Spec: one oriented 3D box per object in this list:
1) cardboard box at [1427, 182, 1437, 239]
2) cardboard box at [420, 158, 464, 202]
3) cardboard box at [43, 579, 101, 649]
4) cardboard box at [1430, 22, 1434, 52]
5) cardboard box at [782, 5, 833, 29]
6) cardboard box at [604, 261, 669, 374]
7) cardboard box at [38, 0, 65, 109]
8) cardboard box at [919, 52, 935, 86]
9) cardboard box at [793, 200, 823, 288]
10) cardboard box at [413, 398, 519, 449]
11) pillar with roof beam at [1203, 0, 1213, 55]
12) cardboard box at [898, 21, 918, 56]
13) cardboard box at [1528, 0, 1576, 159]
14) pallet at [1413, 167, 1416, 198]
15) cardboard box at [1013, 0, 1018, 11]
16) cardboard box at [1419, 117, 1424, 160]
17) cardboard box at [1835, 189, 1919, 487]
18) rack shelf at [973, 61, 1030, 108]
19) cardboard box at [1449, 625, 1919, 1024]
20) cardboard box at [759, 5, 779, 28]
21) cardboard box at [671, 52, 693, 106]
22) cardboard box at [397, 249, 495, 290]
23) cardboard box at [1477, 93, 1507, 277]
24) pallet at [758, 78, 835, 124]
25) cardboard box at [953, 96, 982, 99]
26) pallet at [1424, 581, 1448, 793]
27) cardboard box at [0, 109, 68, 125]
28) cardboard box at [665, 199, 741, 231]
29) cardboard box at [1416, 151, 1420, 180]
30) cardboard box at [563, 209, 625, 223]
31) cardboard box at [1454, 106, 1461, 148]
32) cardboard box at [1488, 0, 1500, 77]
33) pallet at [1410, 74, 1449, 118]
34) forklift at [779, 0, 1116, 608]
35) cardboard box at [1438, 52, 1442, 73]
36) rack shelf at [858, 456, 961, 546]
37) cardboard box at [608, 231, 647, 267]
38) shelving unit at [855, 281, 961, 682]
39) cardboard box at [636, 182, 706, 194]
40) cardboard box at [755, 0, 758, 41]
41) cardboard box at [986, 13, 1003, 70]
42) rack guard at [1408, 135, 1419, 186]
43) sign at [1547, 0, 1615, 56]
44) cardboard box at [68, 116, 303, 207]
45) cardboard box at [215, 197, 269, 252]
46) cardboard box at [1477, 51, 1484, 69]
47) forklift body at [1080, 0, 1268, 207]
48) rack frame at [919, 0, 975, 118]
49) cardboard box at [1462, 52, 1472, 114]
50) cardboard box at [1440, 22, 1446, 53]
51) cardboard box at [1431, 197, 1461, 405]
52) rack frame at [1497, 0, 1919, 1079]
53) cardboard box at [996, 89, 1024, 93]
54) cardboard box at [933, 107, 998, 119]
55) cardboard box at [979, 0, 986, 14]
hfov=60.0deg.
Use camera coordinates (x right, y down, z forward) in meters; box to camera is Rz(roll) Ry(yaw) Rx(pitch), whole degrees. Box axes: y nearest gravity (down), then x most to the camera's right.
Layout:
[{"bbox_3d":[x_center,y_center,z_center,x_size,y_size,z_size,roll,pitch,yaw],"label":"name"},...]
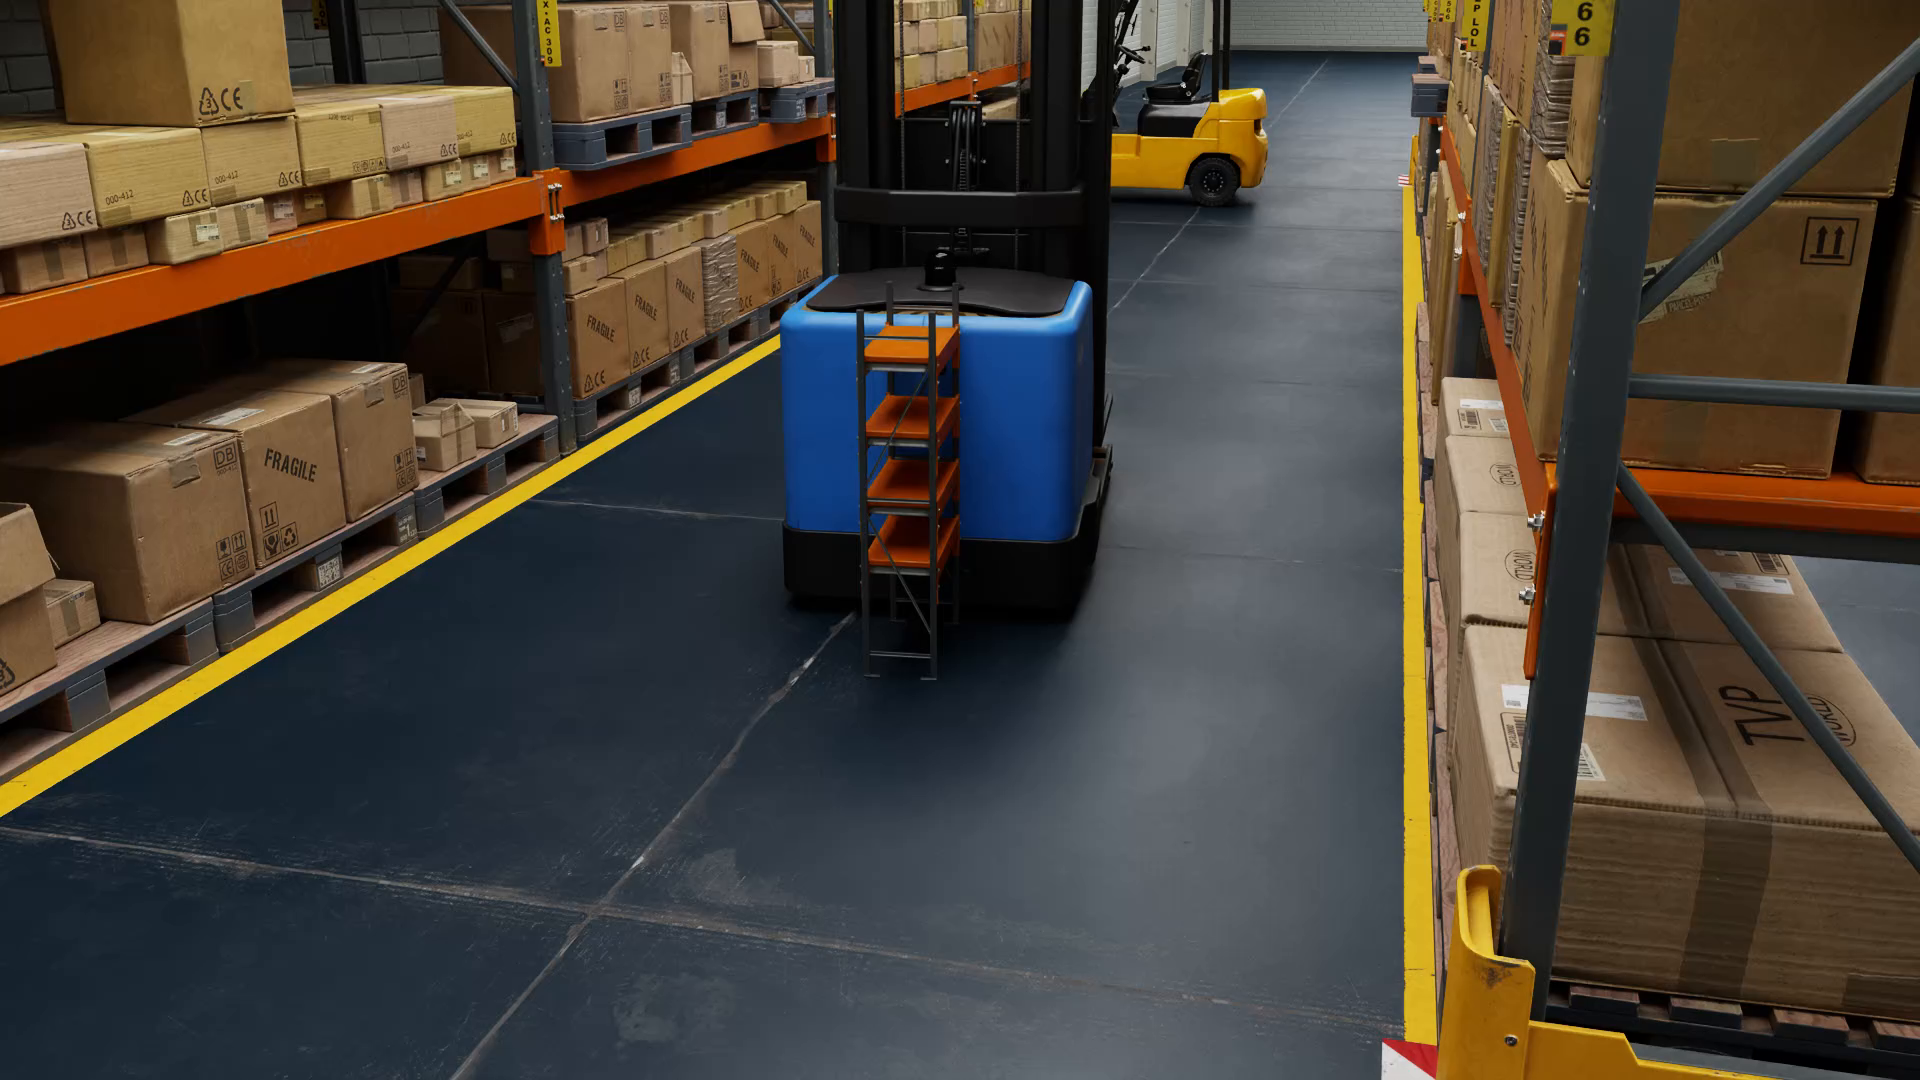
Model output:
[{"bbox_3d":[4.147,-2.546,12.915,0.950,0.372,0.625,6,20,17],"label":"cardboard box"},{"bbox_3d":[-2.240,-1.458,6.706,0.380,0.149,0.250,5,20,15],"label":"cardboard box"},{"bbox_3d":[-2.918,0.226,5.147,0.380,0.149,0.250,4,19,11],"label":"cardboard box"},{"bbox_3d":[4.674,-4.813,15.524,0.500,0.500,0.500,4,19,12],"label":"cardboard box"},{"bbox_3d":[-0.983,-3.549,11.278,0.380,0.149,0.250,5,20,15],"label":"cardboard box"},{"bbox_3d":[-1.867,-1.181,8.723,0.500,0.500,0.500,4,19,13],"label":"cardboard box"},{"bbox_3d":[-2.946,-1.843,6.054,0.500,0.500,0.500,4,19,12],"label":"cardboard box"},{"bbox_3d":[-0.507,-3.811,13.435,0.500,0.250,0.500,5,19,14],"label":"cardboard box"},{"bbox_3d":[-1.242,-1.984,11.073,0.500,0.500,0.500,5,20,15],"label":"cardboard box"},{"bbox_3d":[-2.175,-0.516,7.318,0.380,0.149,0.250,4,19,12],"label":"cardboard box"},{"bbox_3d":[11.068,-17.380,43.649,9.100,9.000,0.400,5,19,13],"label":"pillar with roof beam"},{"bbox_3d":[-0.632,-3.885,12.879,0.500,0.250,0.500,5,19,14],"label":"cardboard box"},{"bbox_3d":[1.499,-1.076,3.495,0.500,0.500,0.500,5,19,14],"label":"cardboard box"},{"bbox_3d":[5.171,-3.639,17.015,1.003,0.211,1.213,5,19,13],"label":"pallet"},{"bbox_3d":[0.361,-5.288,16.370,0.380,0.149,0.250,4,19,12],"label":"cardboard box"},{"bbox_3d":[4.698,-3.927,15.989,0.500,0.500,0.500,5,19,14],"label":"cardboard box"},{"bbox_3d":[1.909,-0.394,3.047,0.500,0.500,0.500,5,19,13],"label":"cardboard box"},{"bbox_3d":[0.119,-4.658,16.797,1.077,0.370,4.000,5,19,13],"label":"rack shelf"},{"bbox_3d":[1.577,0.580,3.664,0.875,0.438,0.875,4,19,12],"label":"cardboard box"},{"bbox_3d":[-1.463,-3.590,11.399,0.380,0.149,0.250,5,20,15],"label":"cardboard box"},{"bbox_3d":[-1.612,-2.404,8.644,0.396,0.266,0.258,6,20,16],"label":"cardboard box"},{"bbox_3d":[-2.514,-1.325,8.140,0.380,0.149,0.250,4,19,11],"label":"cardboard box"},{"bbox_3d":[1.867,-1.081,5.058,0.500,0.500,0.500,5,19,14],"label":"cardboard box"},{"bbox_3d":[-1.444,-2.809,10.567,1.213,0.211,1.003,5,19,13],"label":"pallet"},{"bbox_3d":[-0.076,-4.387,16.949,0.500,0.250,0.500,4,19,12],"label":"cardboard box"},{"bbox_3d":[1.933,0.462,5.008,1.003,0.211,1.213,5,19,13],"label":"pallet"},{"bbox_3d":[-3.066,-1.325,5.699,0.500,0.250,0.500,5,19,13],"label":"cardboard box"},{"bbox_3d":[-1.534,-1.941,9.944,0.380,0.149,0.250,4,19,13],"label":"cardboard box"},{"bbox_3d":[4.825,-3.741,16.605,0.500,0.250,0.500,5,20,15],"label":"cardboard box"},{"bbox_3d":[-2.148,-1.811,9.562,0.380,0.149,0.250,4,19,11],"label":"cardboard box"},{"bbox_3d":[2.862,-2.196,8.708,0.500,0.250,0.500,5,20,15],"label":"cardboard box"},{"bbox_3d":[2.139,-1.863,5.801,0.500,0.500,0.500,5,19,14],"label":"cardboard box"},{"bbox_3d":[3.538,-2.868,10.740,1.213,0.211,1.003,5,19,13],"label":"pallet"},{"bbox_3d":[0.088,-1.587,6.799,1.130,2.935,3.031,3,19,8],"label":"forklift"},{"bbox_3d":[3.402,-3.179,11.092,0.380,0.149,0.250,4,19,11],"label":"cardboard box"},{"bbox_3d":[-0.158,-0.134,5.432,0.258,0.148,0.480,3,19,8],"label":"rack shelf"},{"bbox_3d":[-1.880,-1.539,8.768,0.380,0.149,0.250,4,19,12],"label":"cardboard box"},{"bbox_3d":[-0.158,-0.198,5.410,0.258,1.200,0.503,3,19,8],"label":"shelving unit"},{"bbox_3d":[-1.867,-2.220,10.762,0.380,0.149,0.250,5,20,15],"label":"cardboard box"},{"bbox_3d":[-1.624,-3.215,10.654,0.500,0.500,0.500,6,20,16],"label":"cardboard box"},{"bbox_3d":[0.103,-4.702,15.658,0.500,0.500,0.500,5,19,14],"label":"cardboard box"},{"bbox_3d":[5.404,-4.028,17.706,1.175,0.500,0.348,5,19,13],"label":"rack guard"},{"bbox_3d":[0.990,-0.927,2.602,0.100,0.325,0.005,5,19,13],"label":"sign"},{"bbox_3d":[-2.581,-1.280,5.566,0.500,0.250,0.500,4,19,12],"label":"cardboard box"},{"bbox_3d":[-2.547,-1.057,5.529,0.380,0.149,0.250,5,20,15],"label":"cardboard box"},{"bbox_3d":[2.356,-2.153,6.650,0.500,0.500,0.500,5,20,15],"label":"cardboard box"},{"bbox_3d":[1.914,-4.485,16.491,2.313,2.155,1.214,5,19,13],"label":"forklift body"},{"bbox_3d":[-0.369,-4.371,14.845,1.000,3.000,0.127,5,19,13],"label":"rack frame"},{"bbox_3d":[2.598,-2.116,7.701,0.500,0.250,0.500,5,20,15],"label":"cardboard box"},{"bbox_3d":[3.425,-3.441,10.857,0.500,0.500,0.500,4,19,13],"label":"cardboard box"},{"bbox_3d":[2.777,-1.151,8.053,0.875,0.875,0.875,5,20,15],"label":"cardboard box"},{"bbox_3d":[1.510,-0.220,2.690,0.949,2.616,0.053,5,19,13],"label":"rack frame"},{"bbox_3d":[0.679,-4.666,17.766,0.500,0.250,0.500,5,19,14],"label":"cardboard box"},{"bbox_3d":[0.053,-3.869,15.431,0.500,0.250,0.500,4,19,13],"label":"cardboard box"},{"bbox_3d":[0.025,-4.886,15.194,0.380,0.149,0.250,5,20,15],"label":"cardboard box"}]
